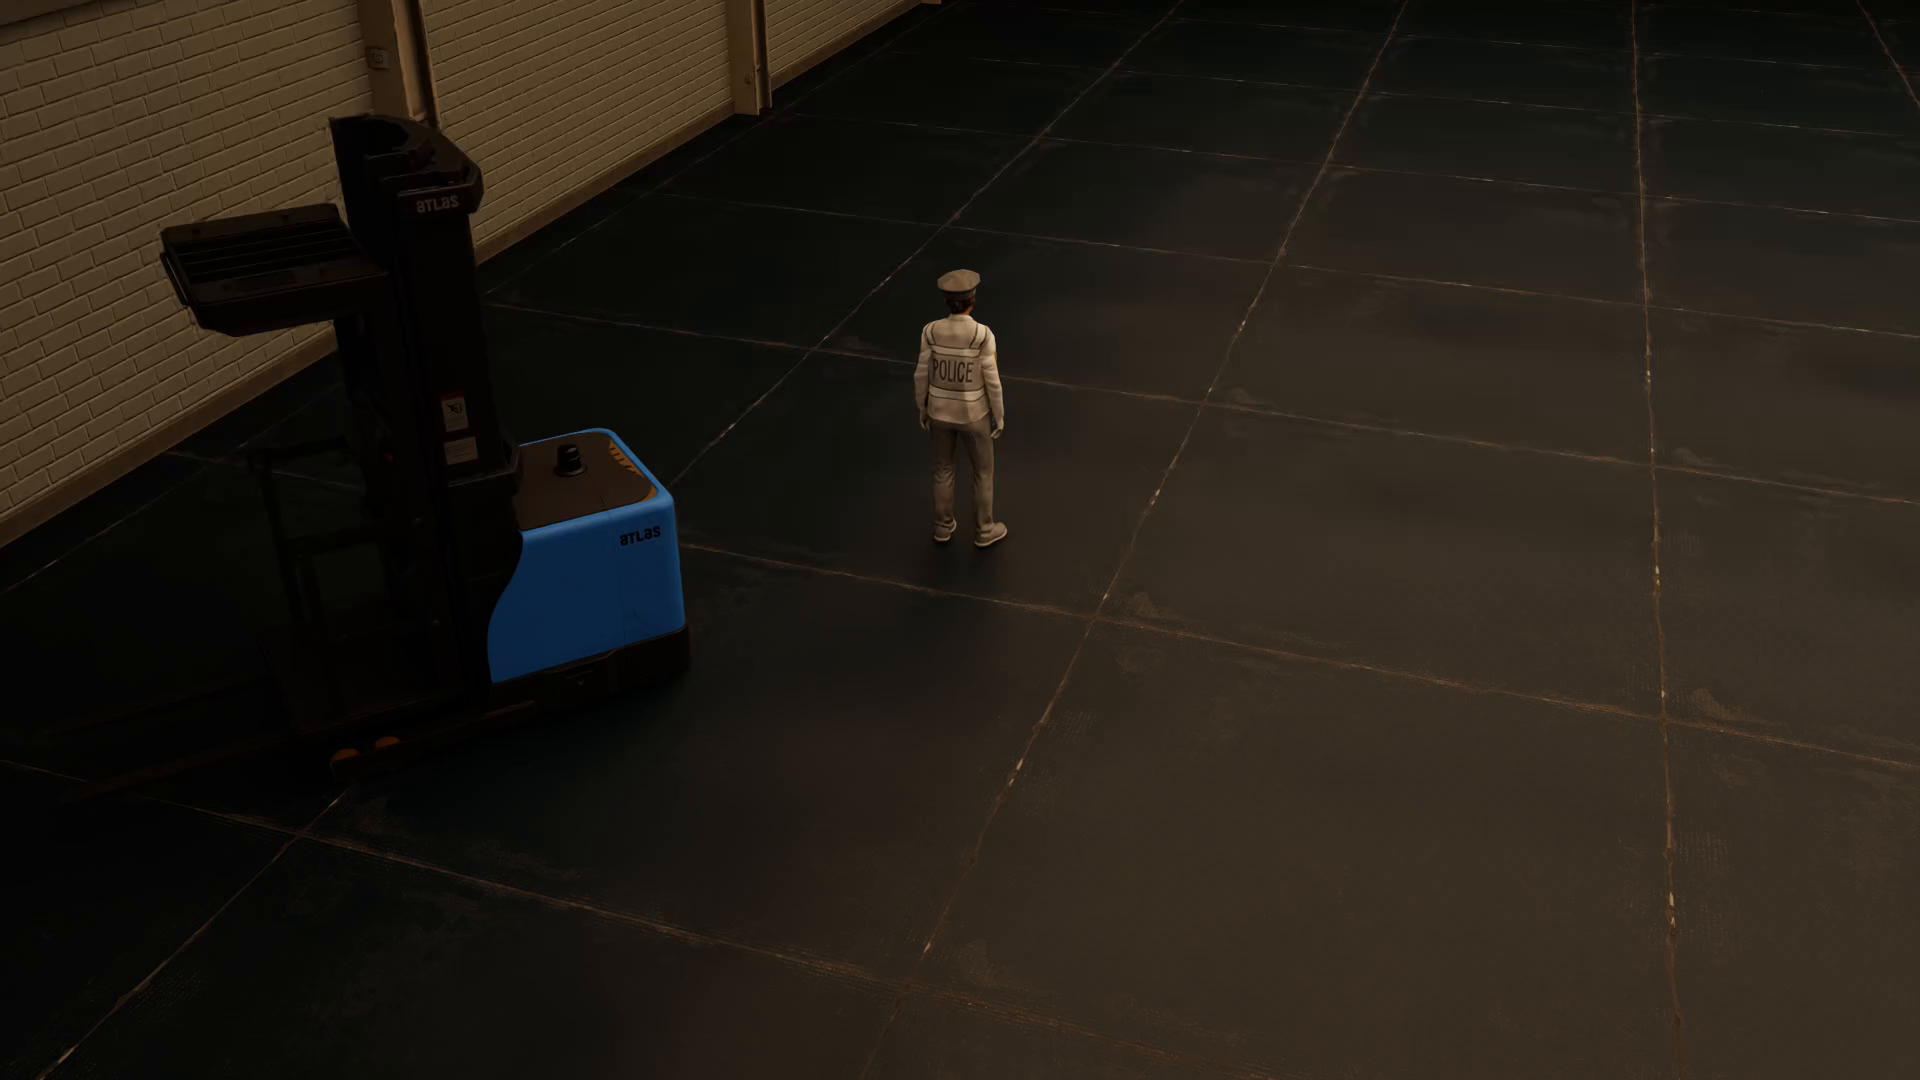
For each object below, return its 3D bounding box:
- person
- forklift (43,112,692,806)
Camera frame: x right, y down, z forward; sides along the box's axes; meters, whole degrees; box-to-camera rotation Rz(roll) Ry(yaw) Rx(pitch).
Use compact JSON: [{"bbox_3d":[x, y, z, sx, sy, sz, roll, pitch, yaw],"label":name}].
[{"bbox_3d":[0.000,-0.737,9.712,0.529,1.663,0.372,9,31,15],"label":"person"},{"bbox_3d":[-2.959,-0.397,7.834,3.031,2.935,1.130,-16,33,-26],"label":"forklift"}]
